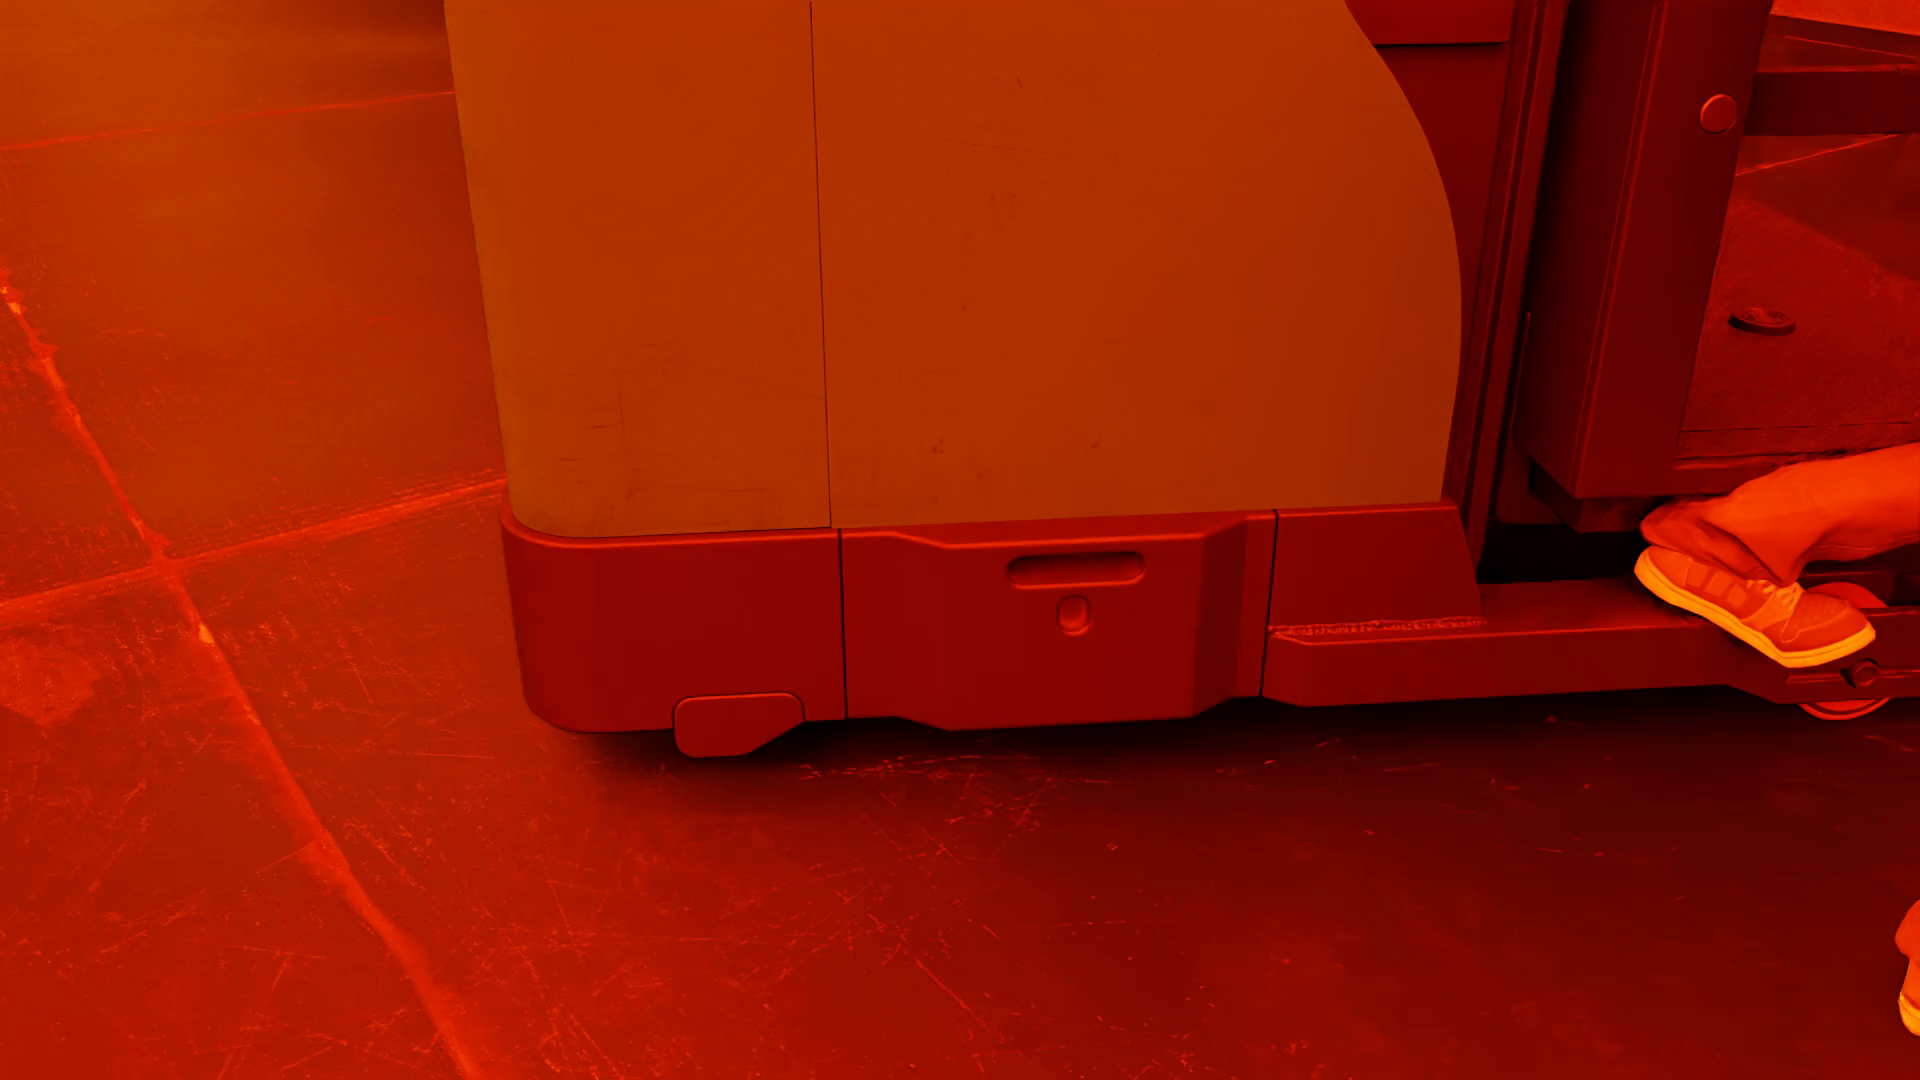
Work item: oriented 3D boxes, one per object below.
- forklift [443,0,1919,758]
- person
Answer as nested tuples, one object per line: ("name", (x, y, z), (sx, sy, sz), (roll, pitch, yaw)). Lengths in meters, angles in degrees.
("forklift", (0.947, -1.322, 1.867), (3.031, 2.935, 1.130), (-3, 27, -5))
("person", (0.944, -0.220, 1.373), (0.762, 1.406, 0.793), (19, 32, 33))
